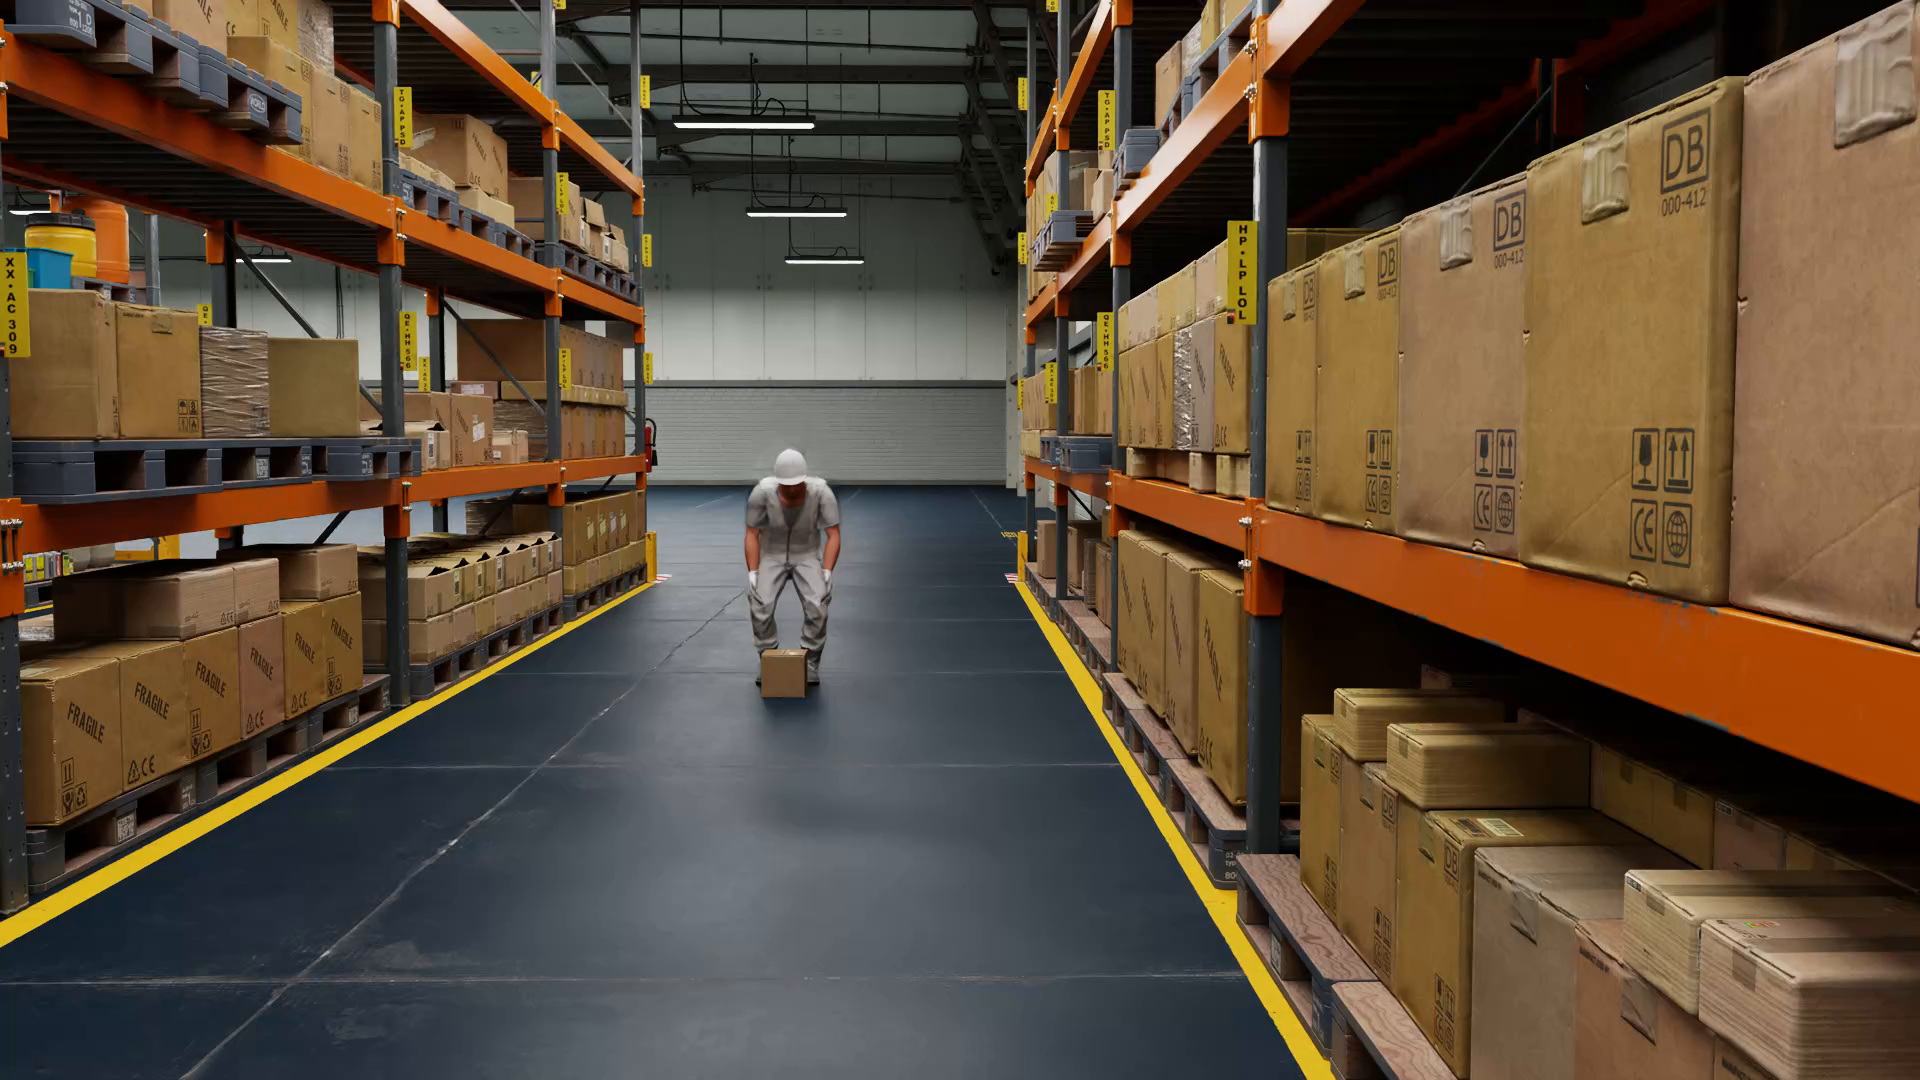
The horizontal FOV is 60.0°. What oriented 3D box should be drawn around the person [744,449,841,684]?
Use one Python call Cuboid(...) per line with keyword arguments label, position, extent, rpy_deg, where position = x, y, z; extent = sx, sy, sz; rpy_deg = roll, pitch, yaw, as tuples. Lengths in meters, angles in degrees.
Cuboid(label="person", position=(-1.011, 0.164, 10.142), extent=(0.583, 1.442, 0.750), rpy_deg=(0, 4, -1))
